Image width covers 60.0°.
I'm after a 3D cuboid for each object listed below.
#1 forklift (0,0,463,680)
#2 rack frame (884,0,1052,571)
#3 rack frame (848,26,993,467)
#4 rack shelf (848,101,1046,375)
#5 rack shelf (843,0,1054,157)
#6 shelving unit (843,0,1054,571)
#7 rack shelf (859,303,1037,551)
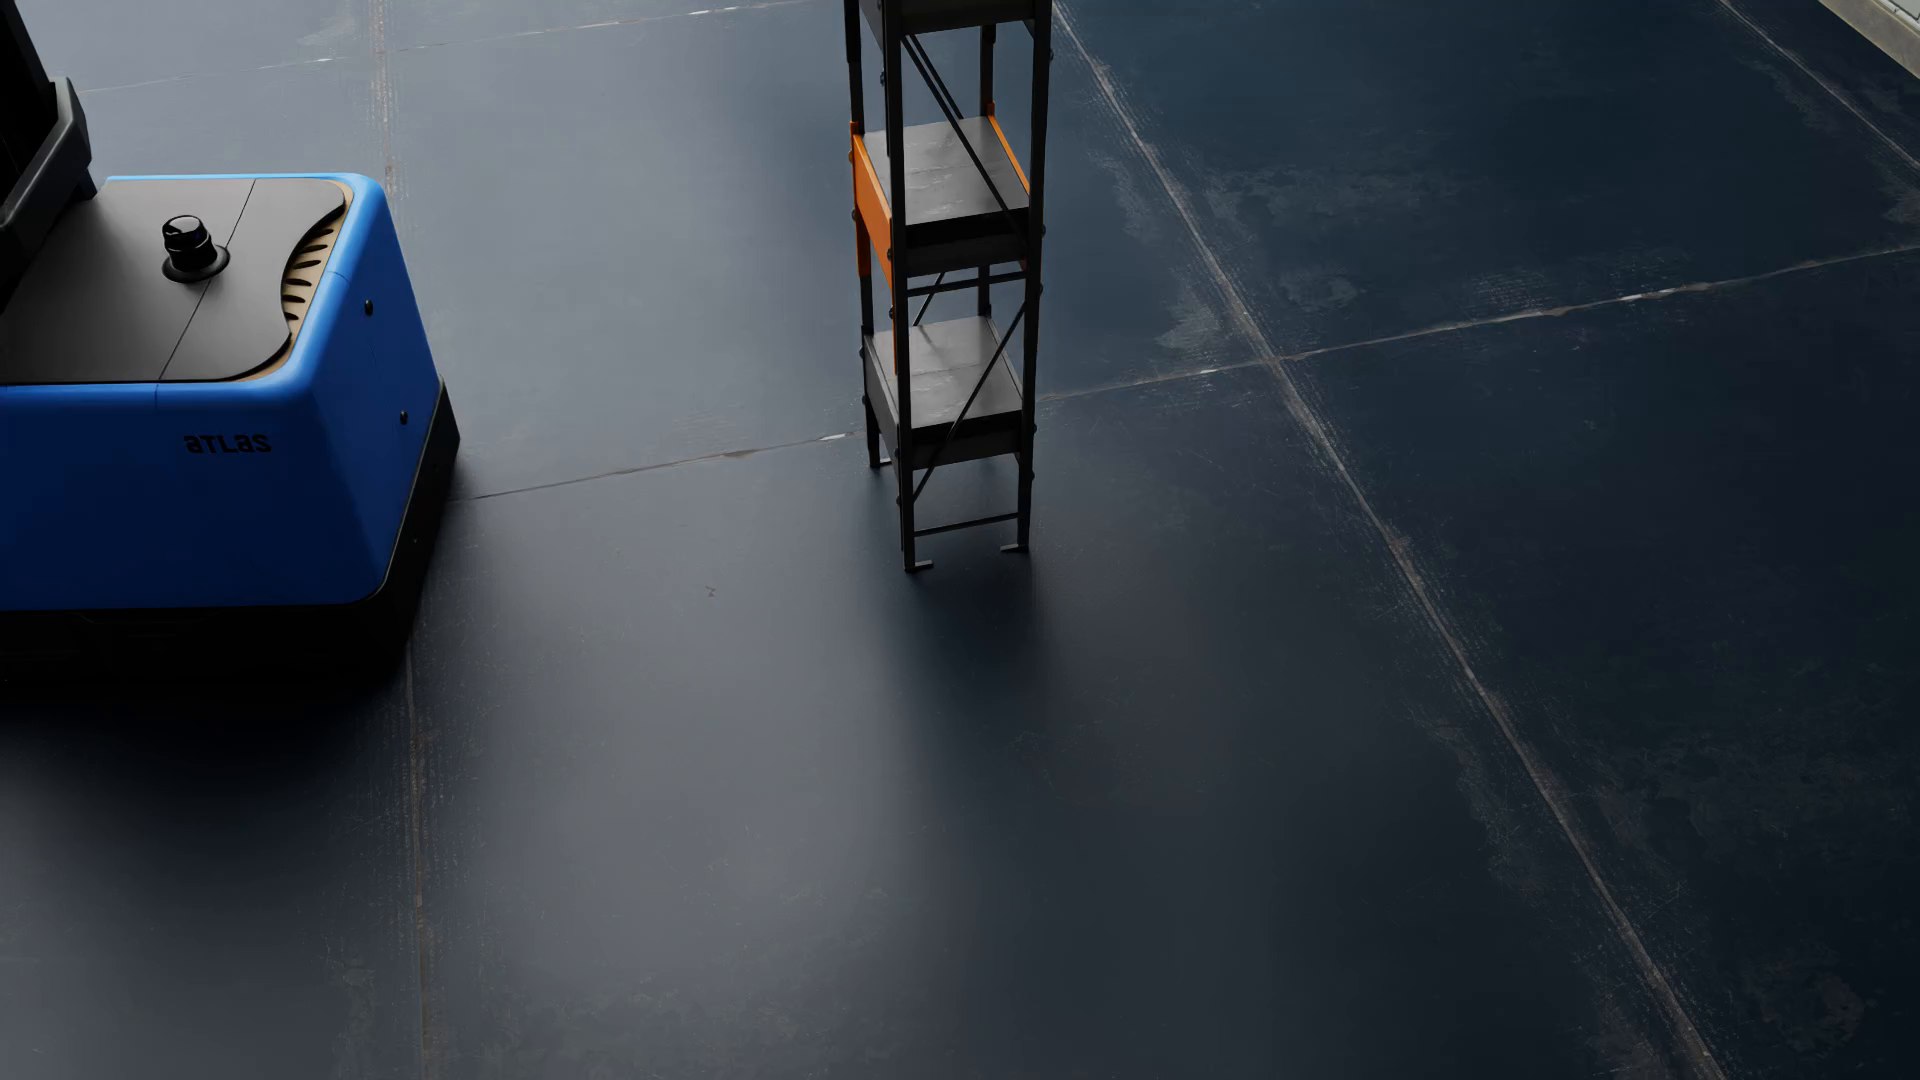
[{"bbox_3d":[-3.138,-0.967,4.146,3.031,2.935,1.130,-1,46,-1],"label":"forklift"},{"bbox_3d":[0.020,-0.681,4.447,0.400,2.100,0.015,-11,47,-10],"label":"rack frame"},{"bbox_3d":[-0.105,-1.018,4.777,0.400,2.100,0.015,-11,47,-10],"label":"rack frame"},{"bbox_3d":[-0.042,-0.840,4.622,0.431,0.518,0.480,-11,47,-10],"label":"rack shelf"},{"bbox_3d":[-0.042,-1.330,4.122,0.431,0.518,0.480,-11,47,-10],"label":"rack shelf"},{"bbox_3d":[-0.042,-0.849,4.612,0.431,2.100,0.503,-11,47,-10],"label":"shelving unit"},{"bbox_3d":[-0.042,-0.350,5.122,0.431,0.518,0.480,-11,47,-10],"label":"rack shelf"}]
